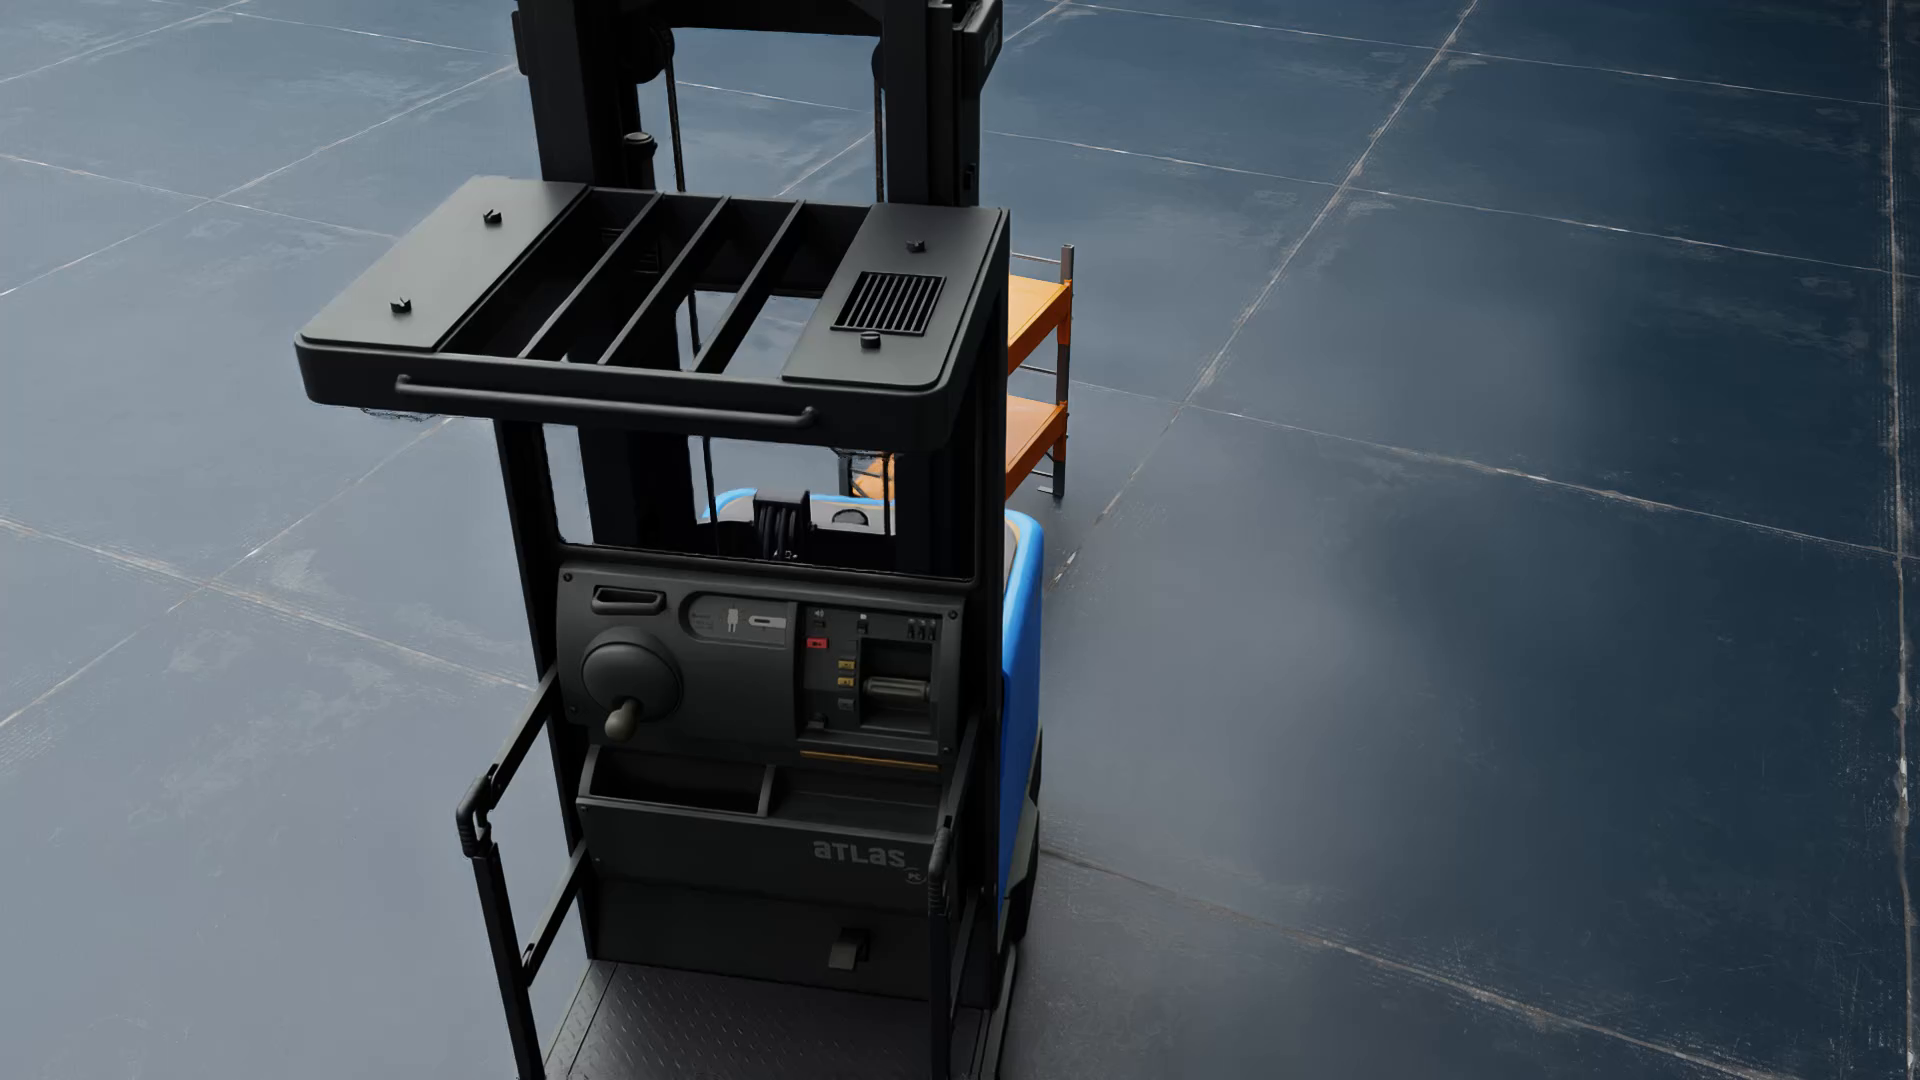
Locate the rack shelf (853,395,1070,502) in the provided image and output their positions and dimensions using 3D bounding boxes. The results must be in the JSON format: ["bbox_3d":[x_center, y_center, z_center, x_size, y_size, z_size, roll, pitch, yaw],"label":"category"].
[{"bbox_3d":[-0.003,-0.263,6.570,0.538,0.278,1.000,14,36,20],"label":"rack shelf"}]

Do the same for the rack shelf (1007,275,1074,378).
[{"bbox_3d":[-0.003,-0.712,6.276,0.538,0.278,1.000,14,36,20],"label":"rack shelf"}]

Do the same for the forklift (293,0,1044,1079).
[{"bbox_3d":[-0.487,0.340,3.558,1.130,2.935,3.031,5,34,8],"label":"forklift"}]

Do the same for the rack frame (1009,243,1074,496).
[{"bbox_3d":[0.210,-0.720,6.823,0.500,1.125,0.032,14,36,20],"label":"rack frame"}]

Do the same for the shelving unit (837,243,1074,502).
[{"bbox_3d":[-0.003,-0.467,6.436,0.538,1.125,1.048,14,36,20],"label":"shelving unit"}]

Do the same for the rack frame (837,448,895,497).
[{"bbox_3d":[-0.216,-0.214,6.050,0.500,1.125,0.032,14,36,20],"label":"rack frame"}]
